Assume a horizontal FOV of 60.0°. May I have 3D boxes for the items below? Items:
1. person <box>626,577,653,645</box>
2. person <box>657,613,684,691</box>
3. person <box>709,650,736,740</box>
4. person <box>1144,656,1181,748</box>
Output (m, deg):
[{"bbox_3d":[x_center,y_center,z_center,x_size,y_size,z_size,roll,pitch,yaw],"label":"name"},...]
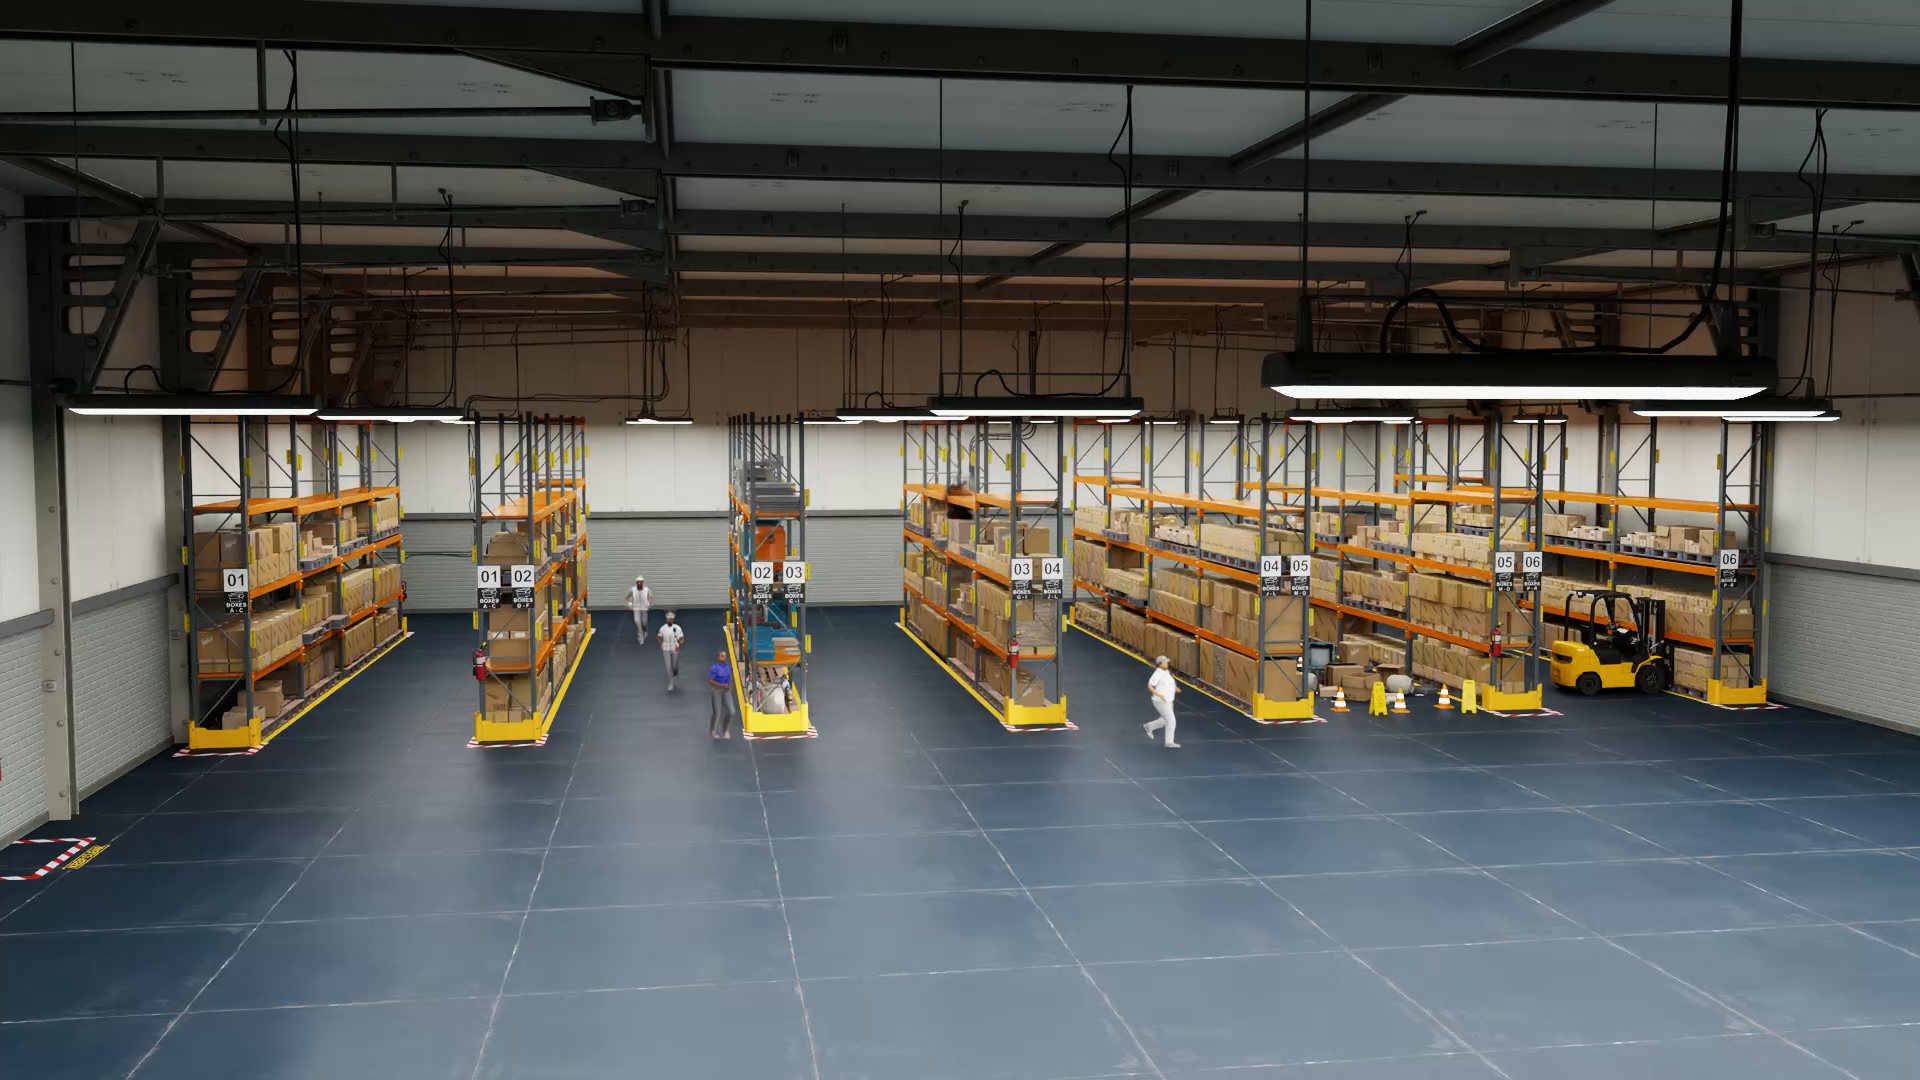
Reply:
[{"bbox_3d":[-8.475,1.860,44.002,0.688,1.775,0.881,-1,4,-15],"label":"person"},{"bbox_3d":[-6.338,2.417,36.441,0.590,1.683,0.720,-1,4,-8],"label":"person"},{"bbox_3d":[-4.347,2.888,30.418,0.555,1.605,0.684,-3,5,-41],"label":"person"},{"bbox_3d":[3.609,2.883,29.798,0.768,1.630,0.629,2,4,29],"label":"person"}]
